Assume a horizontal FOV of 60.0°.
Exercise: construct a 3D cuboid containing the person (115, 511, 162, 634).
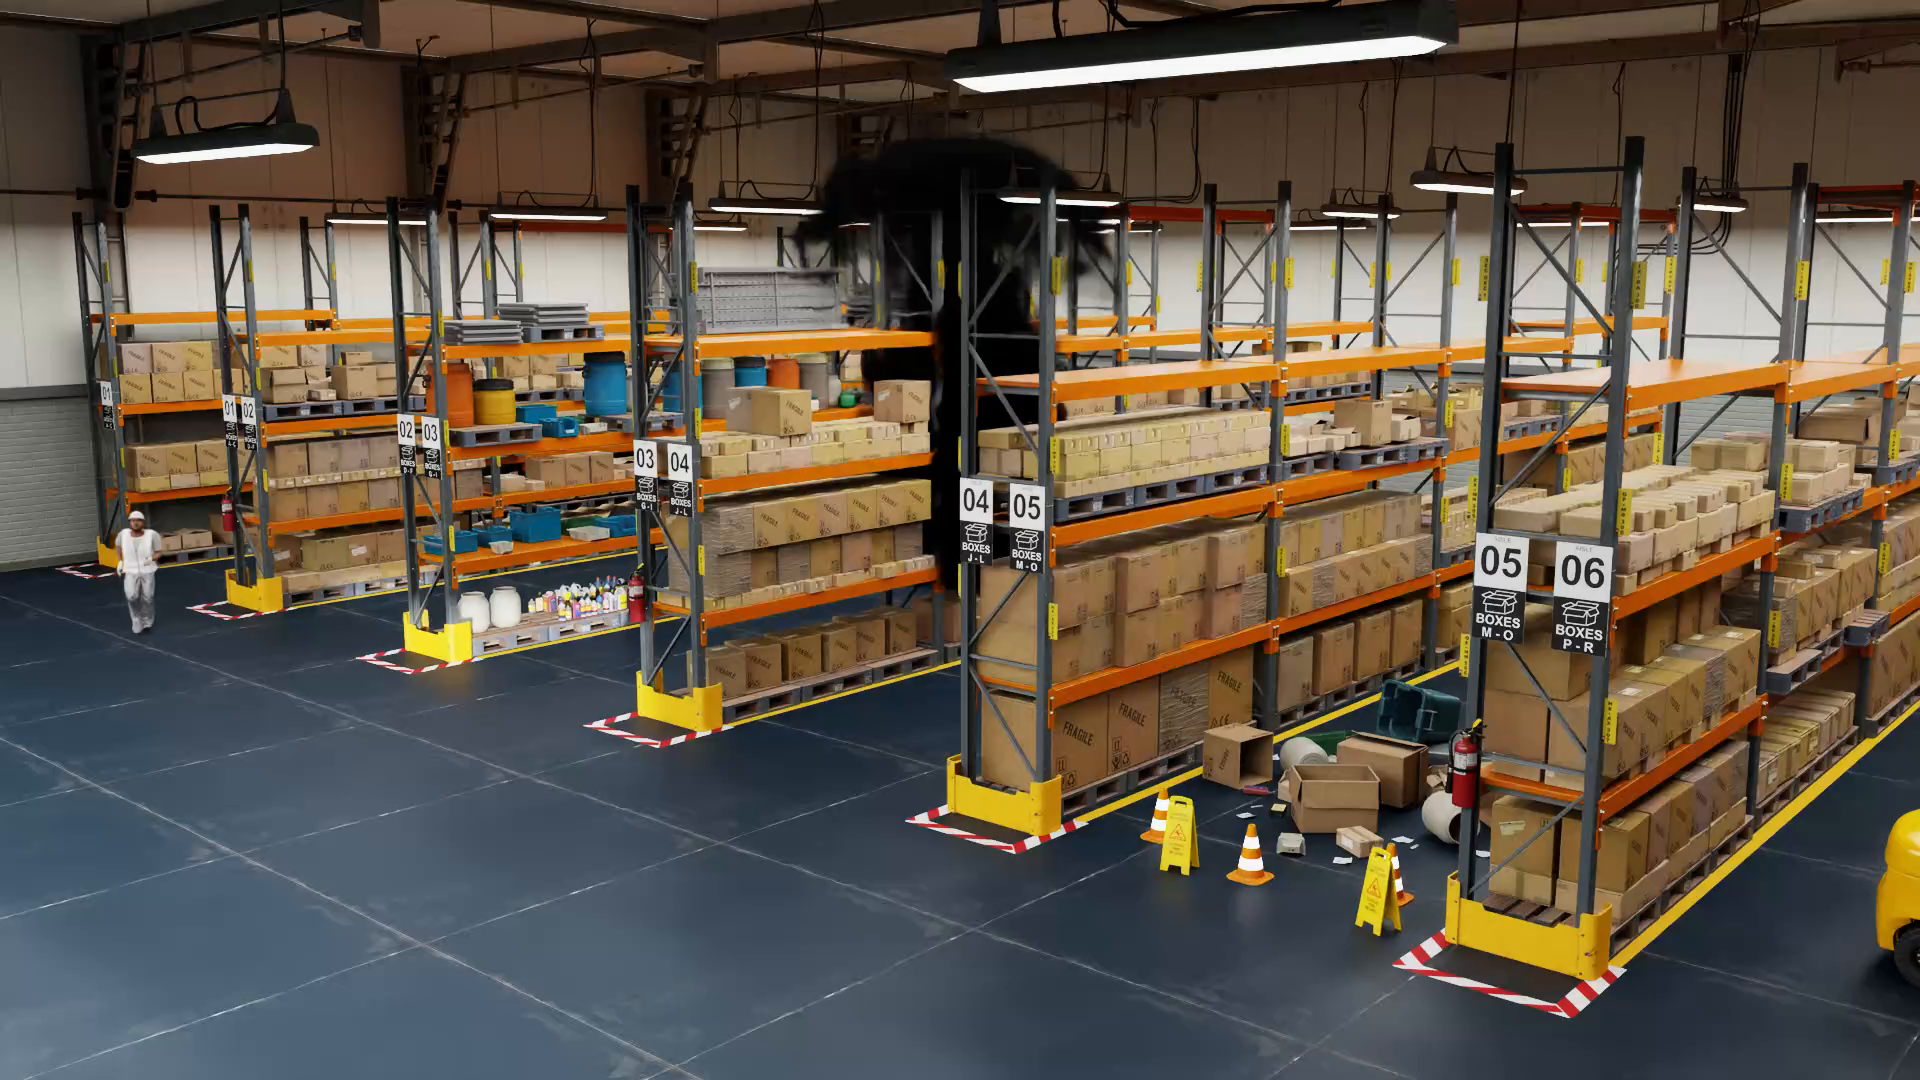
[{"bbox_3d":[-11.477,0.450,23.285,0.602,1.743,0.778,-4,10,-23],"label":"person"}]
